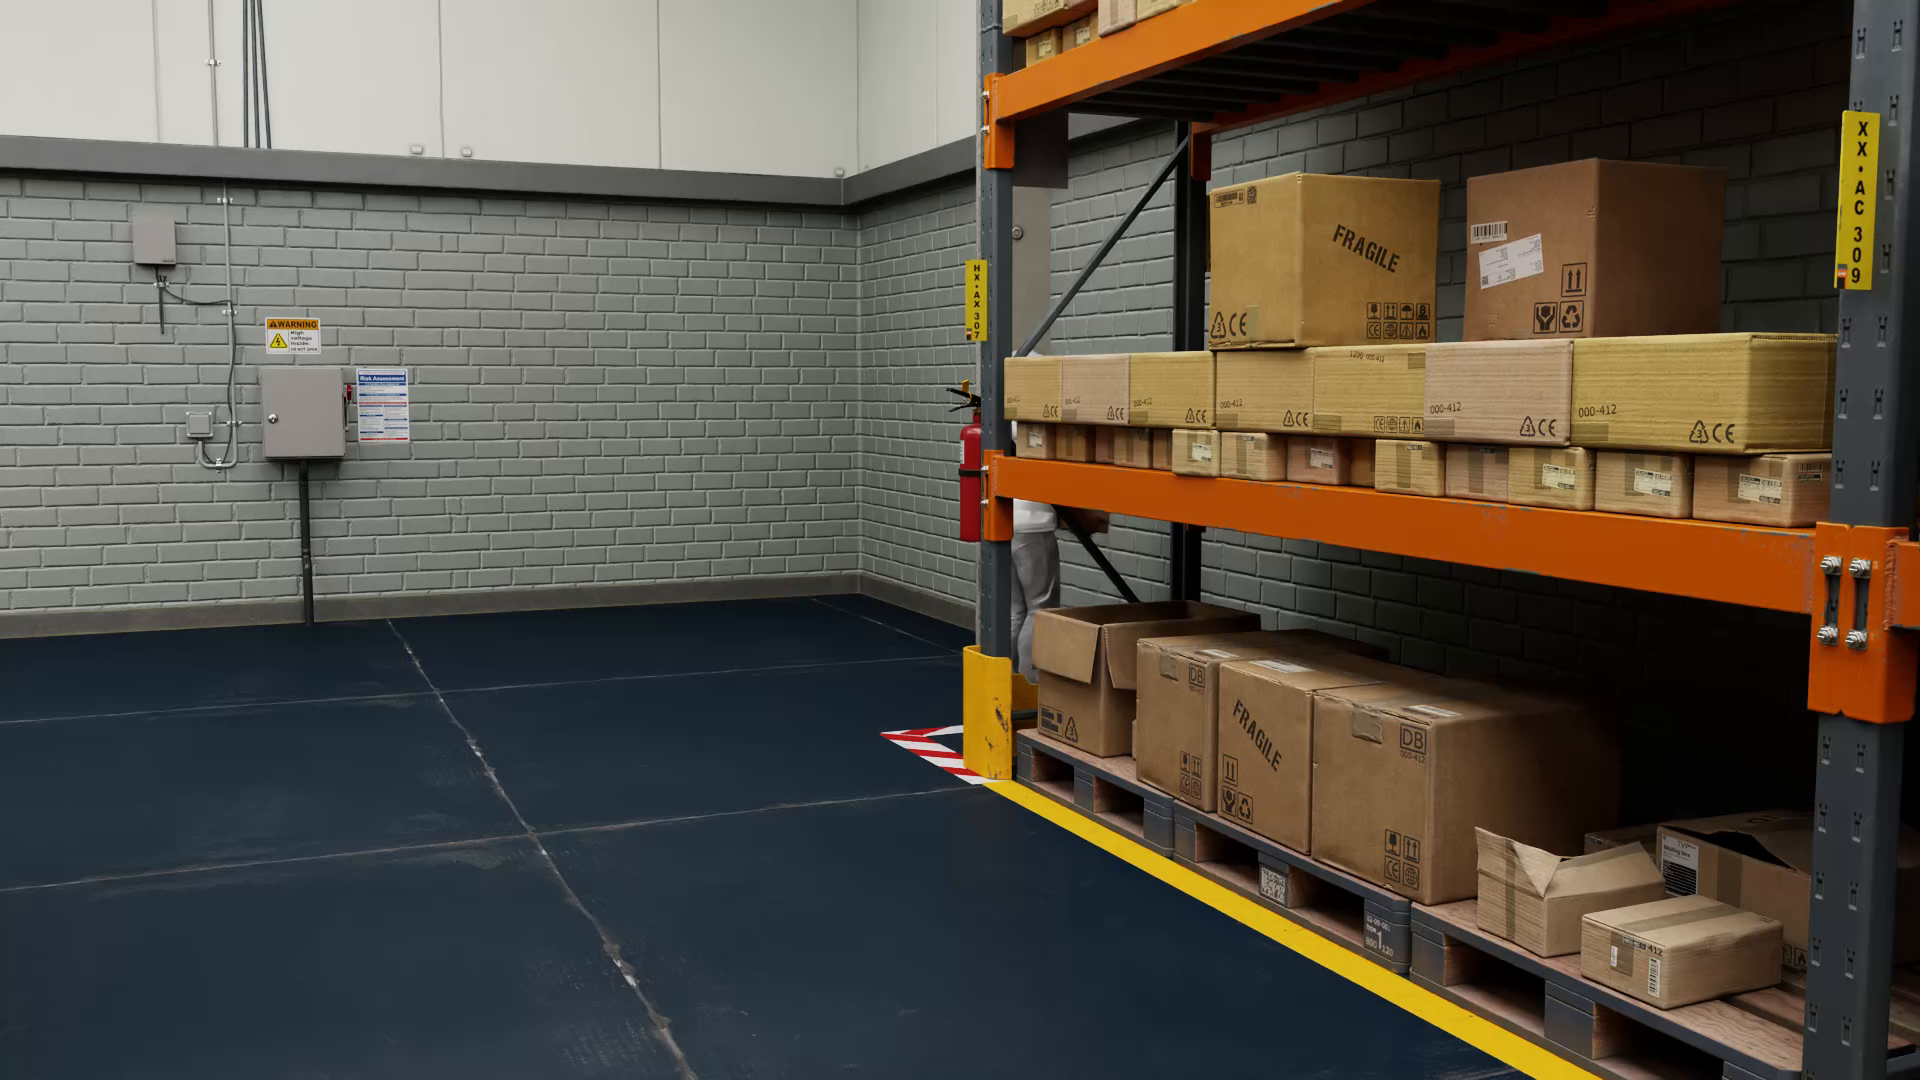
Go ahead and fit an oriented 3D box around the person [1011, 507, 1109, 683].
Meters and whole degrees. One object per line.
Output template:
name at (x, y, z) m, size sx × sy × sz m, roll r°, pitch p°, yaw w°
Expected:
person at (0.431, -0.058, 8.136) m, size 0.538 × 1.666 × 0.472 m, roll -2°, pitch 6°, yaw -16°
